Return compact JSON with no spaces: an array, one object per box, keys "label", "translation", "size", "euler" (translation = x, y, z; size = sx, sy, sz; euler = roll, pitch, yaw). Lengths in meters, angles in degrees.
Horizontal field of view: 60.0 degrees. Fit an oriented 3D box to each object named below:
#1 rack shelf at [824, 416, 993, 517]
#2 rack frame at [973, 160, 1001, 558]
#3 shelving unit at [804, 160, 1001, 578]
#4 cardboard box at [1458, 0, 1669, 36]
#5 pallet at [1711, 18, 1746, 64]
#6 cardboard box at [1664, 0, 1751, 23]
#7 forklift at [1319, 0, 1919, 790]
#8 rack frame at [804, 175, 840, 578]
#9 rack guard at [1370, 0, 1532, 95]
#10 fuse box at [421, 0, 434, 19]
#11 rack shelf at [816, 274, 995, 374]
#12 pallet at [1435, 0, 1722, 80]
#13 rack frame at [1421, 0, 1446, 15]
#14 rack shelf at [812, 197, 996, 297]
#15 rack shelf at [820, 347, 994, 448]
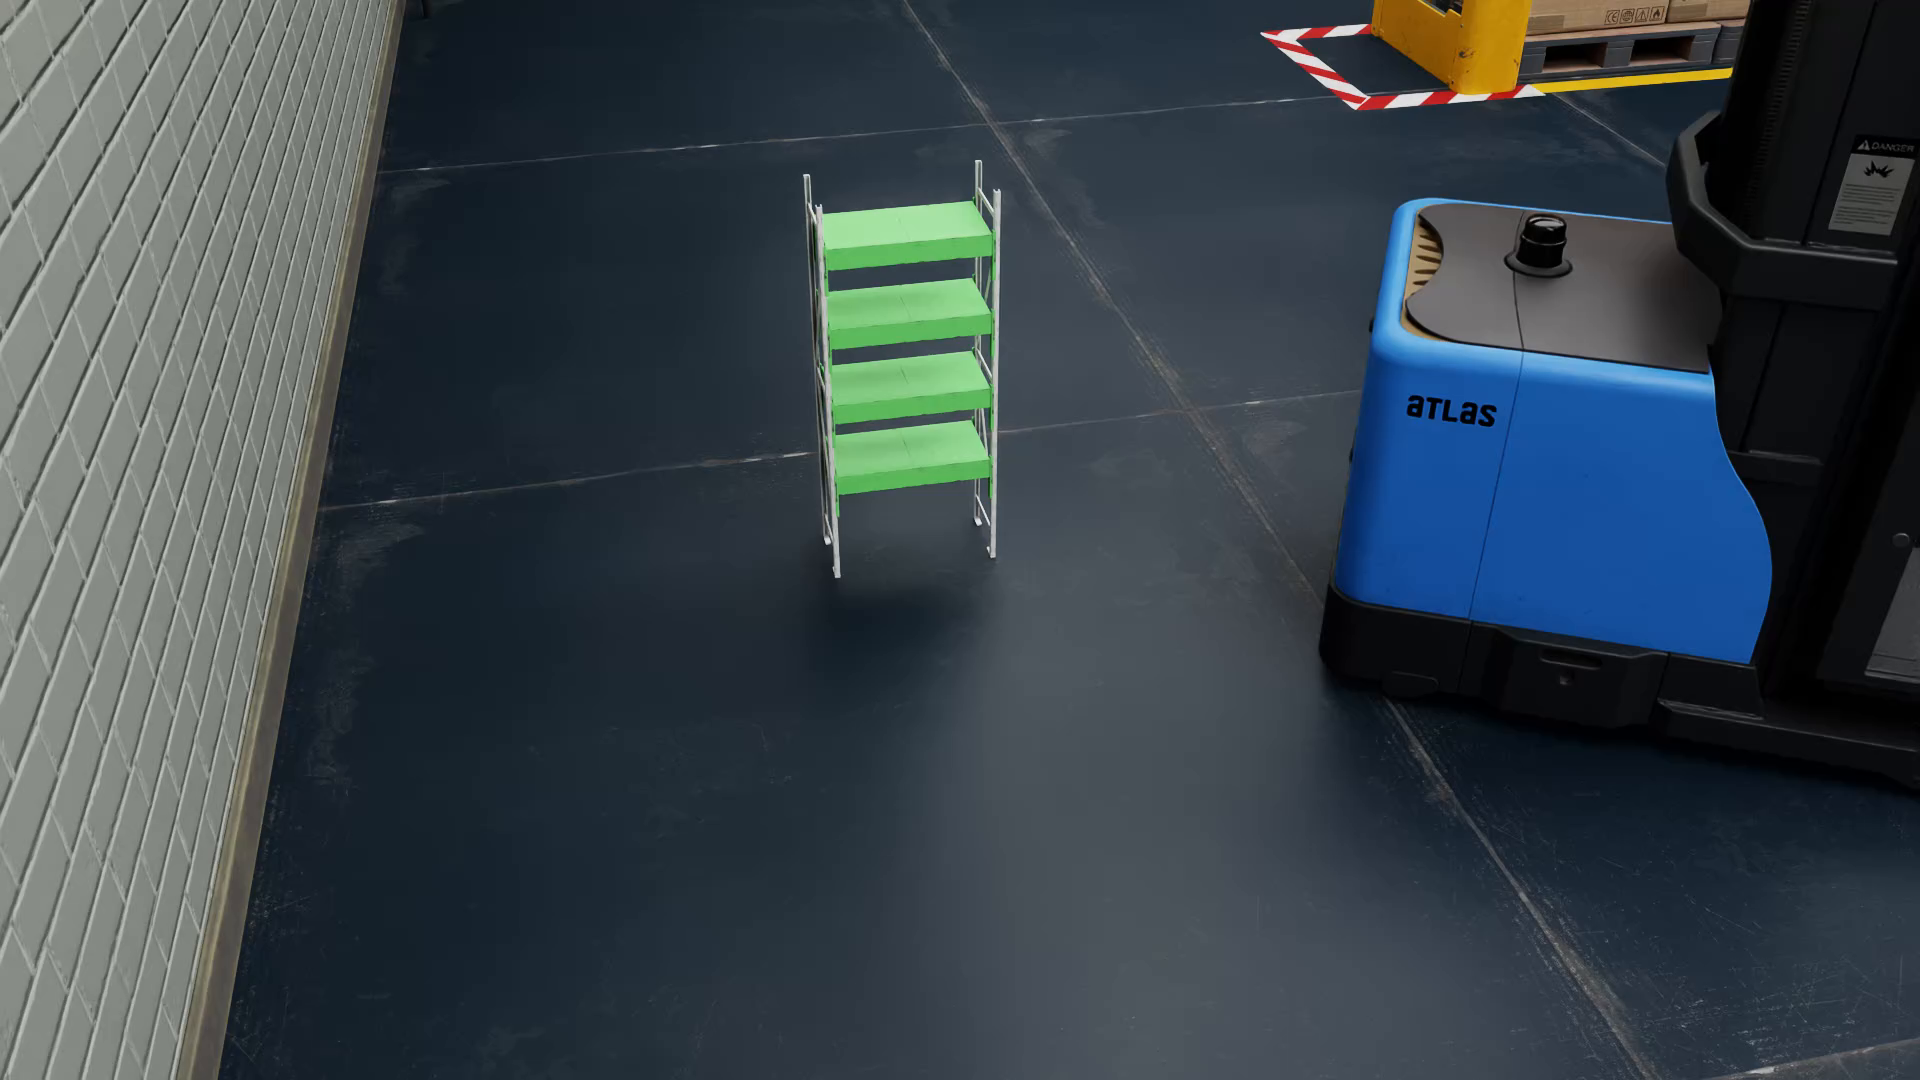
[{"label":"rack shelf","translation":[-0.161,-0.226,5.055],"size":[0.480,0.148,0.258],"euler":[-7,35,-11]},{"label":"rack frame","translation":[0.077,-0.508,4.930],"size":[0.015,1.200,0.240],"euler":[-7,35,-11]},{"label":"shelving unit","translation":[-0.161,-0.478,4.885],"size":[0.503,1.200,0.258],"euler":[-7,35,-11]},{"label":"cardboard box","translation":[3.306,-3.162,9.193],"size":[0.875,0.438,0.875],"euler":[-8,35,-12]},{"label":"pallet","translation":[4.634,-3.047,9.601],"size":[1.213,0.211,1.003],"euler":[-7,35,-11]},{"label":"cardboard box","translation":[4.197,-3.279,9.367],"size":[0.875,0.438,0.875],"euler":[-6,34,-9]},{"label":"forklift","translation":[2.579,-0.846,3.880],"size":[3.031,2.935,1.130],"euler":[9,35,13]},{"label":"rack frame","translation":[-0.399,-0.448,4.841],"size":[0.015,1.200,0.240],"euler":[-7,35,-11]},{"label":"rack guard","translation":[2.661,-2.875,9.086],"size":[0.348,0.500,1.175],"euler":[-7,35,-11]},{"label":"fuse box","translation":[-3.132,-3.835,9.429],"size":[0.414,1.711,0.539],"euler":[-7,35,-11]},{"label":"rack shelf","translation":[-0.161,-0.624,4.787],"size":[0.480,0.148,0.258],"euler":[-7,35,-11]},{"label":"pallet","translation":[3.447,-2.899,9.381],"size":[1.213,0.211,1.003],"euler":[-7,35,-11]},{"label":"rack frame","translation":[2.684,-3.916,8.394],"size":[0.127,3.000,1.000],"euler":[-7,35,-11]},{"label":"rack shelf","translation":[-0.161,-0.823,4.653],"size":[0.480,0.148,0.258],"euler":[-7,35,-11]},{"label":"rack shelf","translation":[-0.161,-0.425,4.921],"size":[0.480,0.148,0.258],"euler":[-7,35,-11]}]
